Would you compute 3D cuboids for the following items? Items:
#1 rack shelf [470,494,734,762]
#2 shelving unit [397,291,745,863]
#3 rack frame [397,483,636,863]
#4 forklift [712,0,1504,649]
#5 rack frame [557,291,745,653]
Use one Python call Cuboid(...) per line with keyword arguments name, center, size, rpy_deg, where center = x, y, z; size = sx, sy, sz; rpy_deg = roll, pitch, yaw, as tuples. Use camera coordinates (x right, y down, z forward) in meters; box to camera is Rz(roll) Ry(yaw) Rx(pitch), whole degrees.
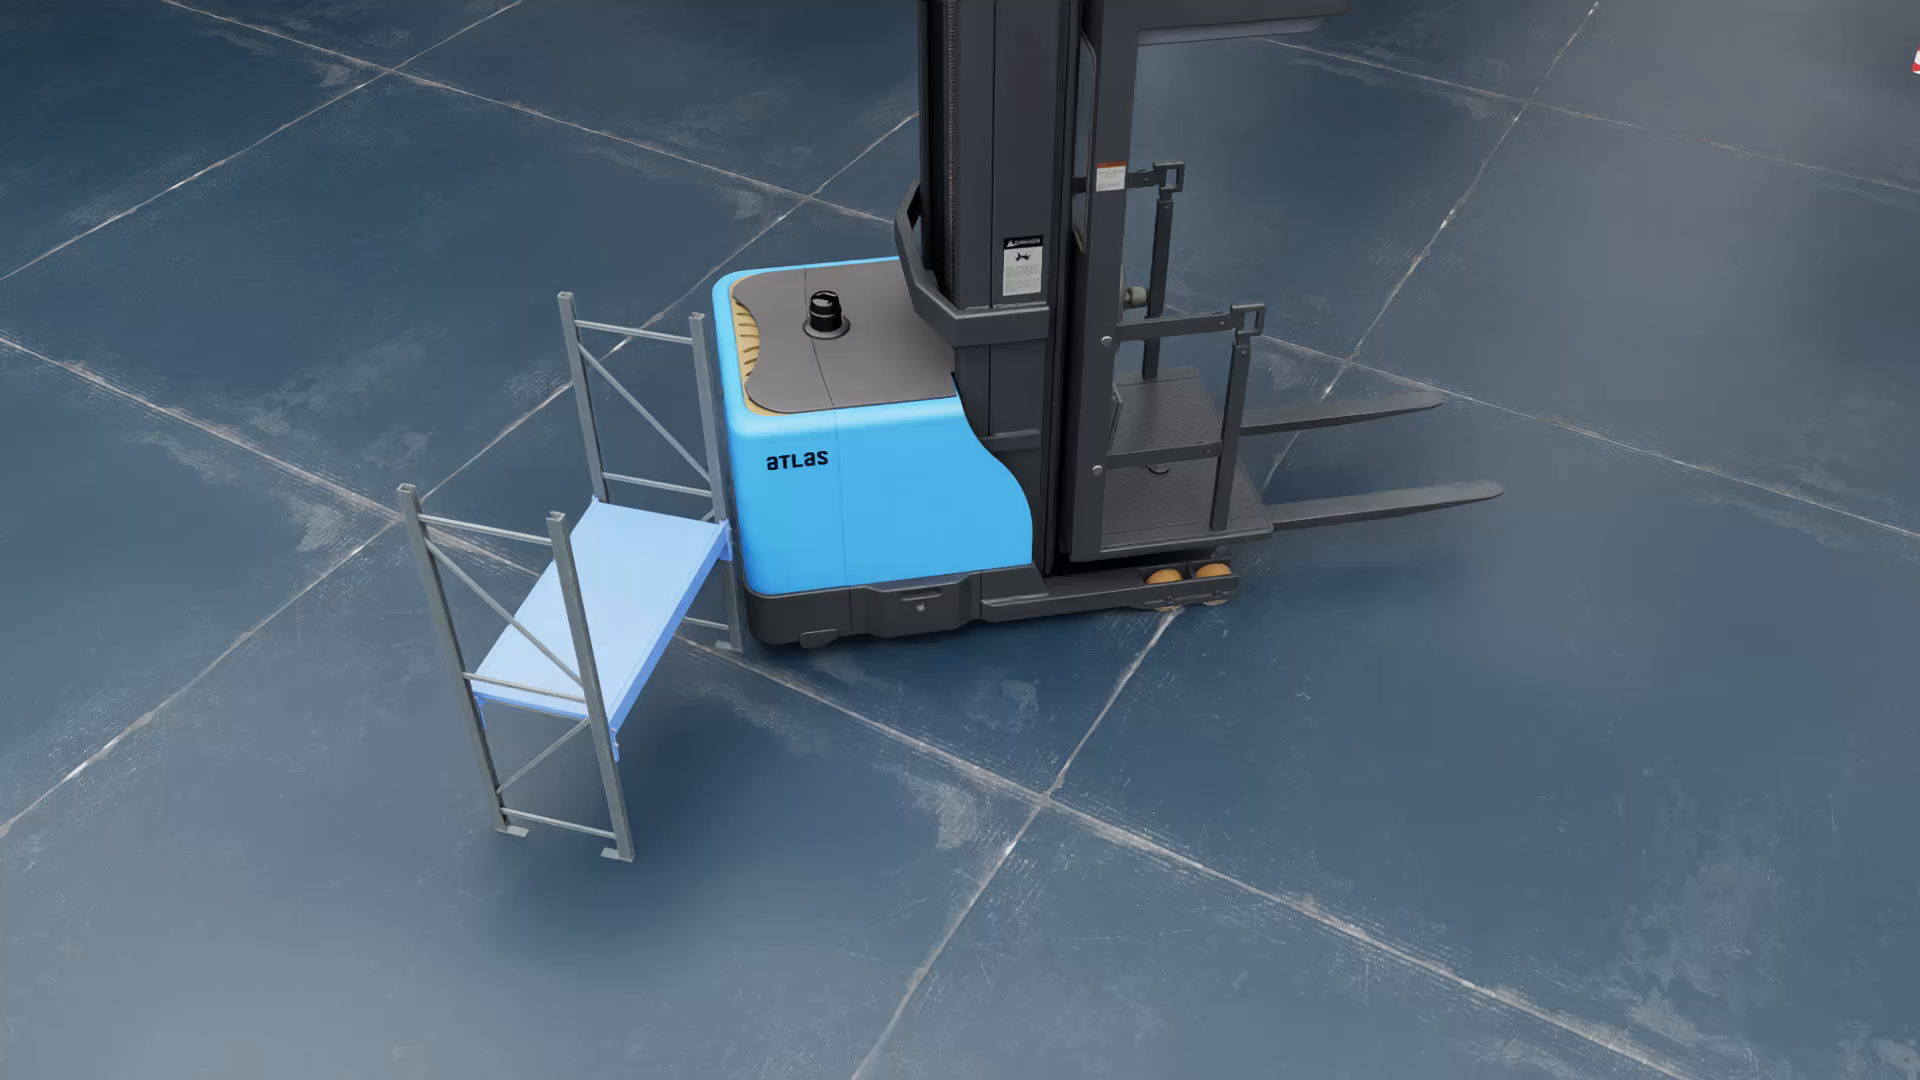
Cuboid(name="rack shelf", center=(-1.193, 0.268, 5.583), size=(0.538, 0.185, 1.000), rpy_deg=(10, 42, 12))
Cuboid(name="shelving unit", center=(-1.193, 0.133, 5.464), size=(0.538, 1.500, 1.048), rpy_deg=(10, 42, 12))
Cuboid(name="rack frame", center=(-1.328, 0.457, 5.096), size=(0.500, 1.500, 0.032), rpy_deg=(10, 42, 12))
Cuboid(name="forklift", center=(0.621, -1.163, 5.853), size=(3.031, 2.935, 1.130), rpy_deg=(-7, 42, -8))
Cuboid(name="rack frame", center=(-1.058, -0.191, 5.832), size=(0.500, 1.500, 0.032), rpy_deg=(10, 42, 12))
